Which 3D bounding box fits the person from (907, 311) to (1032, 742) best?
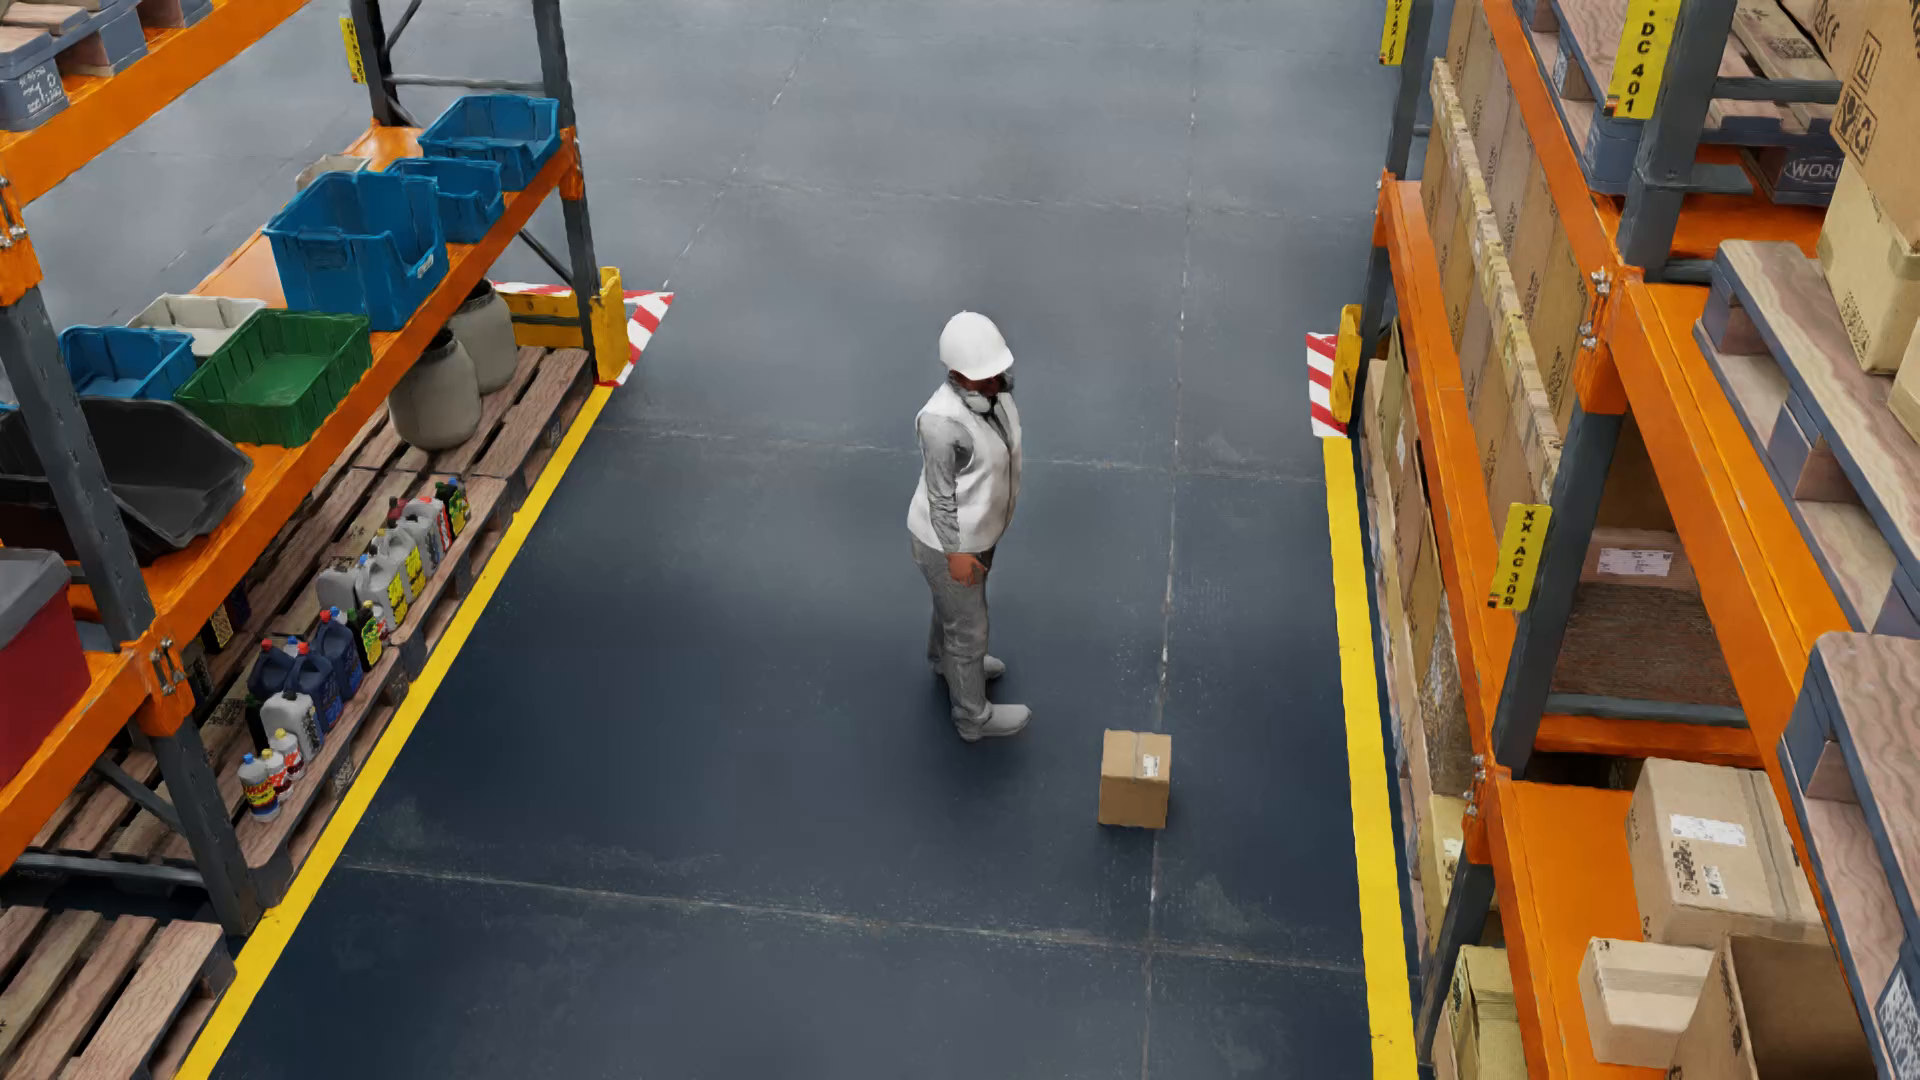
[{"bbox_3d":[0.063,-0.062,6.182,0.525,1.779,0.574,14,38,19],"label":"person"}]
